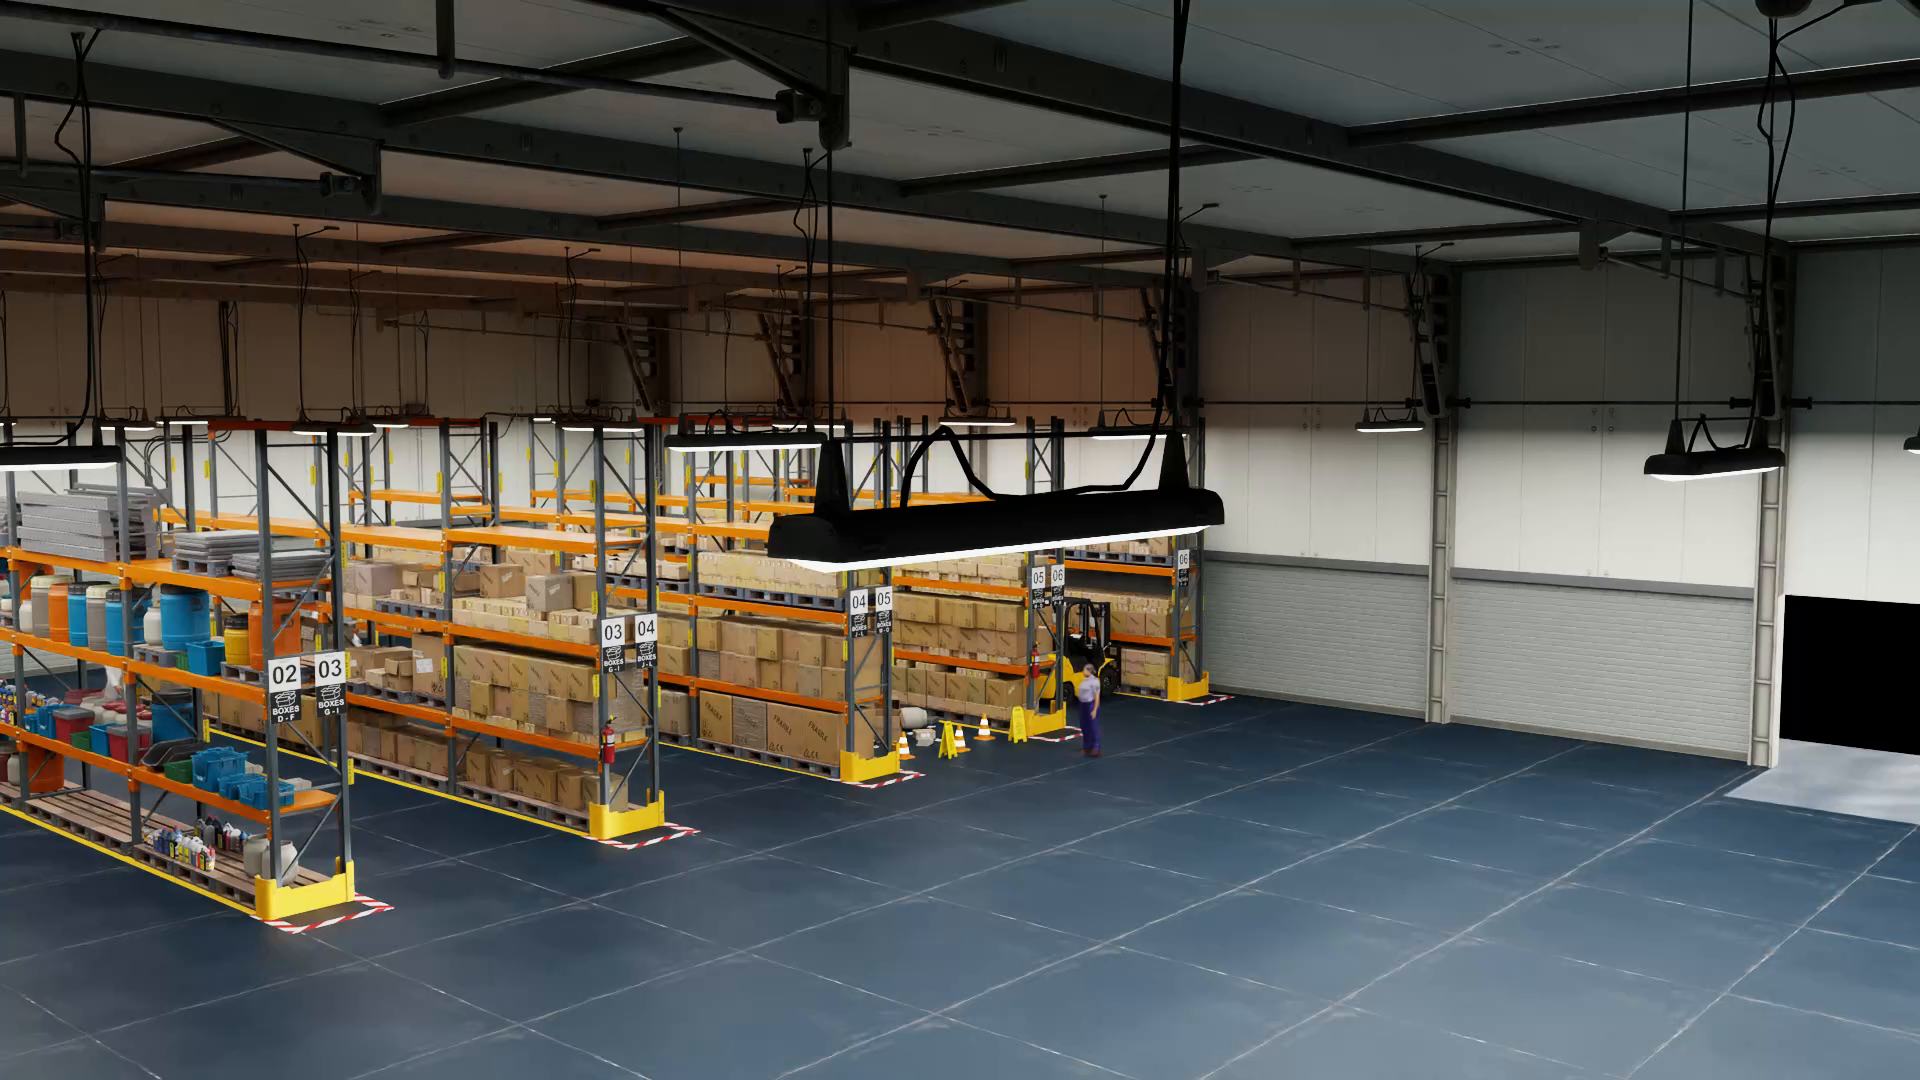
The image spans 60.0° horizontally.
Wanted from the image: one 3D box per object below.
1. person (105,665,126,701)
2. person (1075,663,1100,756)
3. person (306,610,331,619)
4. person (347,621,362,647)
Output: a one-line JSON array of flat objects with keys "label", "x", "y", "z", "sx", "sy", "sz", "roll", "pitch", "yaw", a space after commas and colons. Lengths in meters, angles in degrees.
[{"label": "person", "x": -16.150, "y": 2.793, "z": 31.946, "sx": 1.066, "sy": 1.742, "sz": 0.528, "roll": 4, "pitch": 6, "yaw": 41}, {"label": "person", "x": 2.304, "y": 3.045, "z": 29.796, "sx": 0.368, "sy": 1.678, "sz": 0.522, "roll": -4, "pitch": 6, "yaw": -39}, {"label": "person", "x": -15.256, "y": 2.142, "z": 39.618, "sx": 0.646, "sy": 1.734, "sz": 1.020, "roll": -1, "pitch": 5, "yaw": -13}, {"label": "person", "x": -12.873, "y": 2.549, "z": 35.306, "sx": 0.549, "sy": 1.677, "sz": 0.367, "roll": 2, "pitch": 5, "yaw": 23}]
